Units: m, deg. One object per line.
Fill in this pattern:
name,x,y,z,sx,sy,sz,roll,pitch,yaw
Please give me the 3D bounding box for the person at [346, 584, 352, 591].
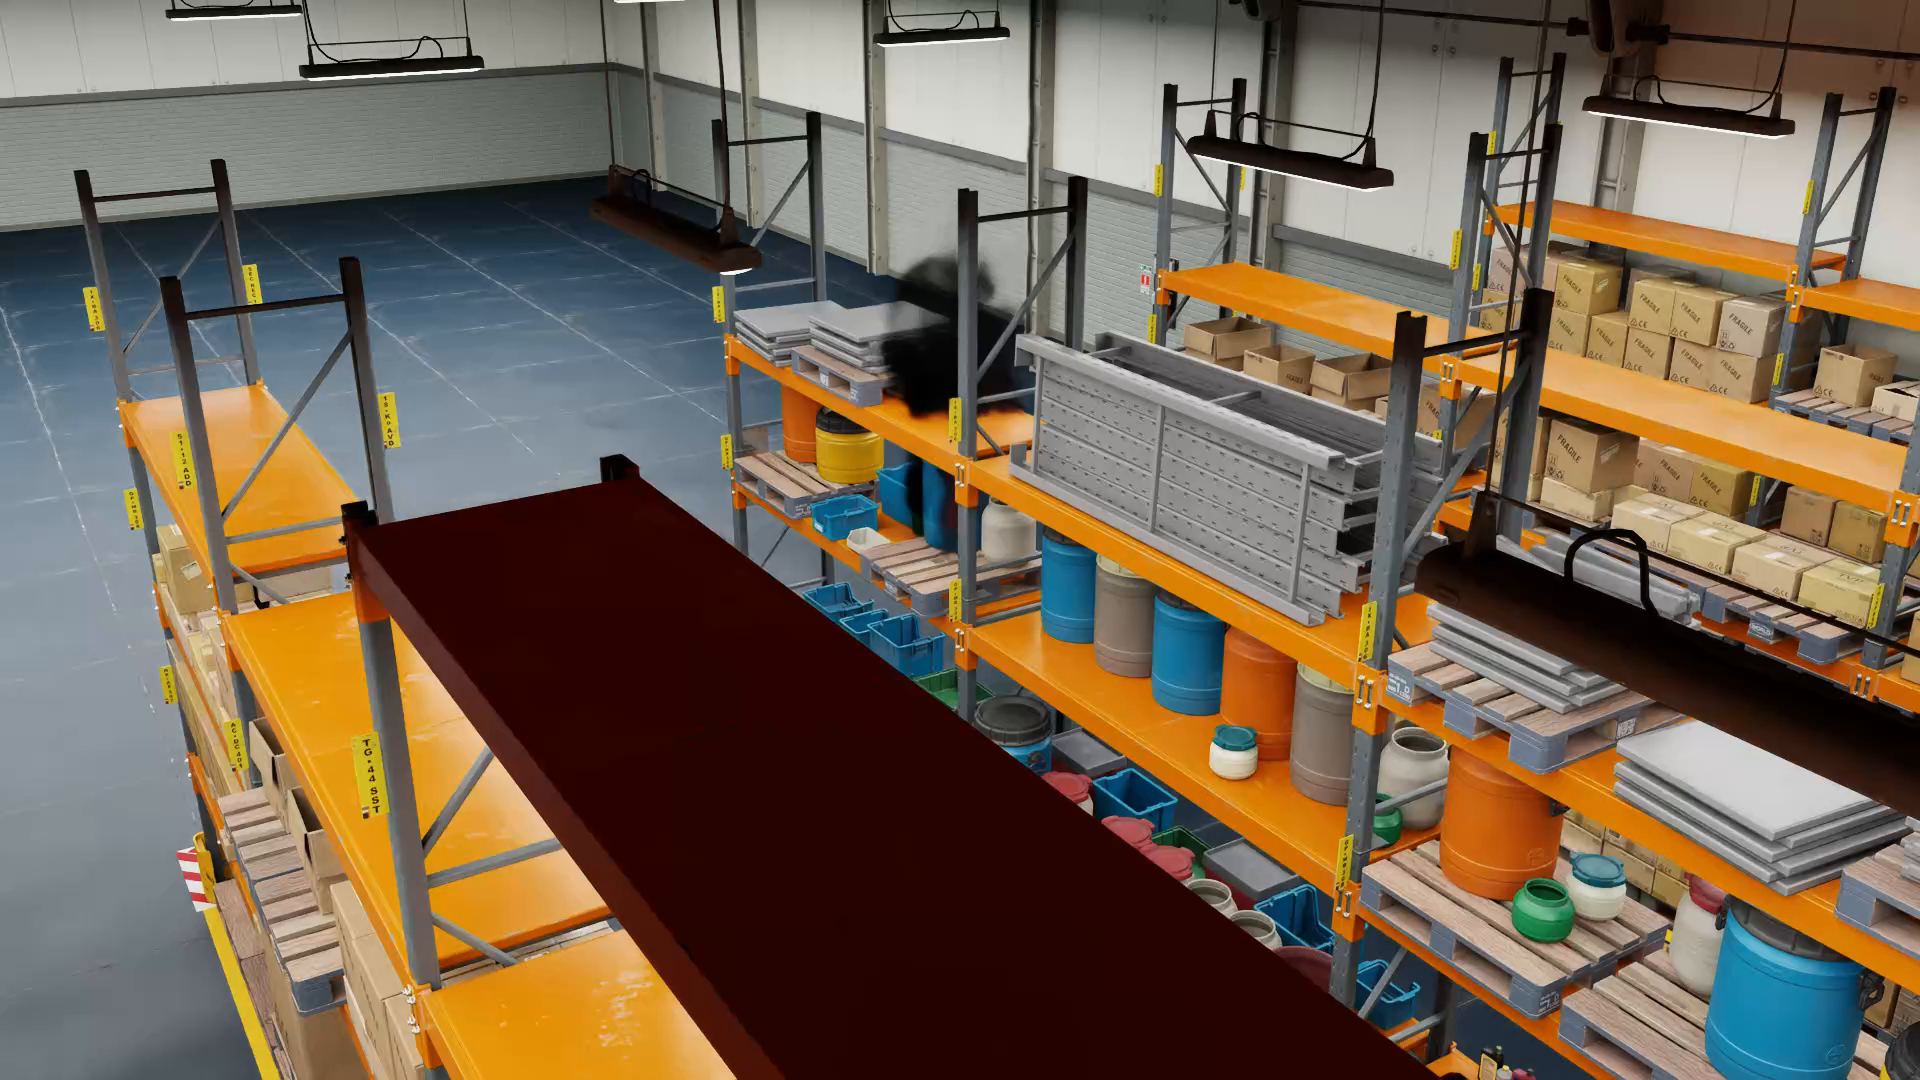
person,-6.117,0.660,17.551,0.793,1.634,0.588,1,22,1
